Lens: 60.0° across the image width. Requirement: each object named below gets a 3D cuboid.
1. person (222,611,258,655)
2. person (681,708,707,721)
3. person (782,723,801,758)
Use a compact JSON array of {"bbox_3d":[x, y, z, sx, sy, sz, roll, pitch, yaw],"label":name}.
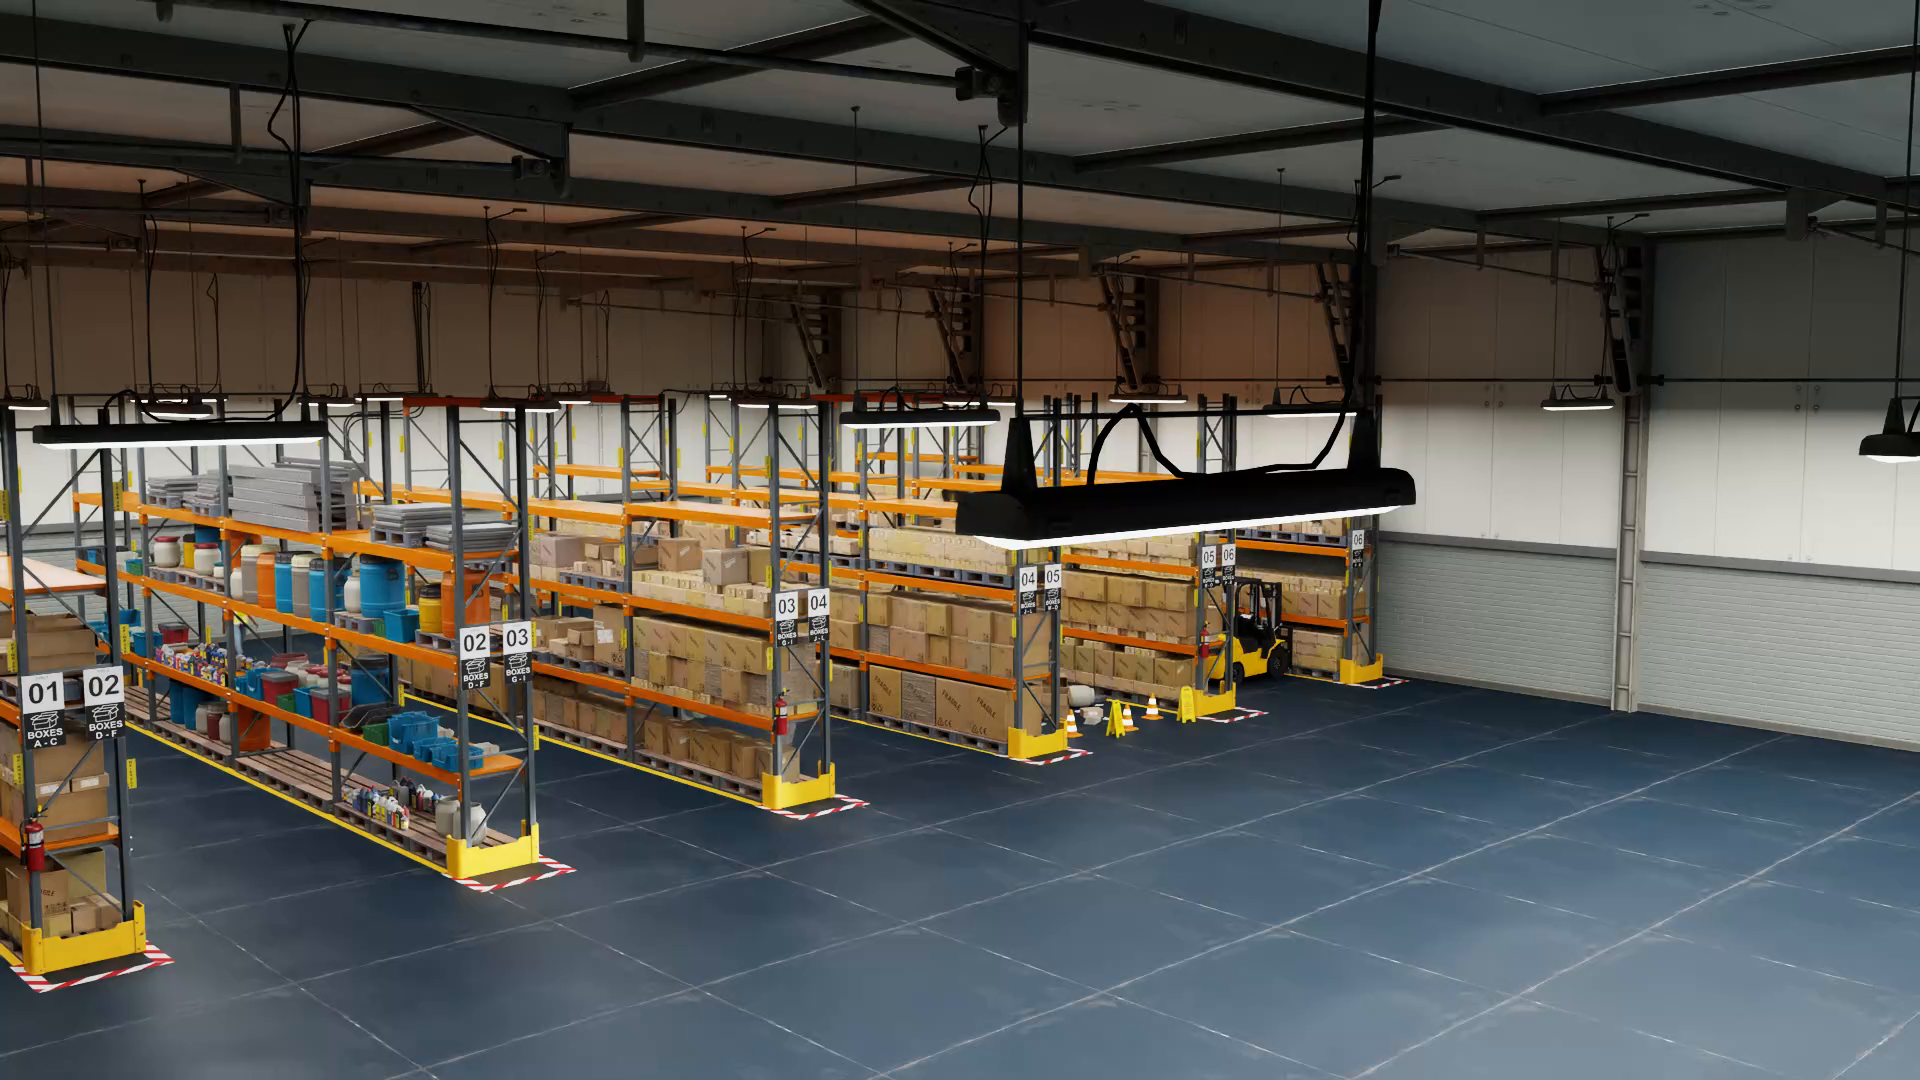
[{"bbox_3d":[-16.050,1.883,37.071,1.057,1.713,0.706,5,8,43],"label":"person"},{"bbox_3d":[-4.985,2.515,30.911,0.531,1.698,0.521,-1,6,-8],"label":"person"},{"bbox_3d":[-2.861,2.763,27.832,0.413,1.772,0.595,-3,7,-32],"label":"person"}]
